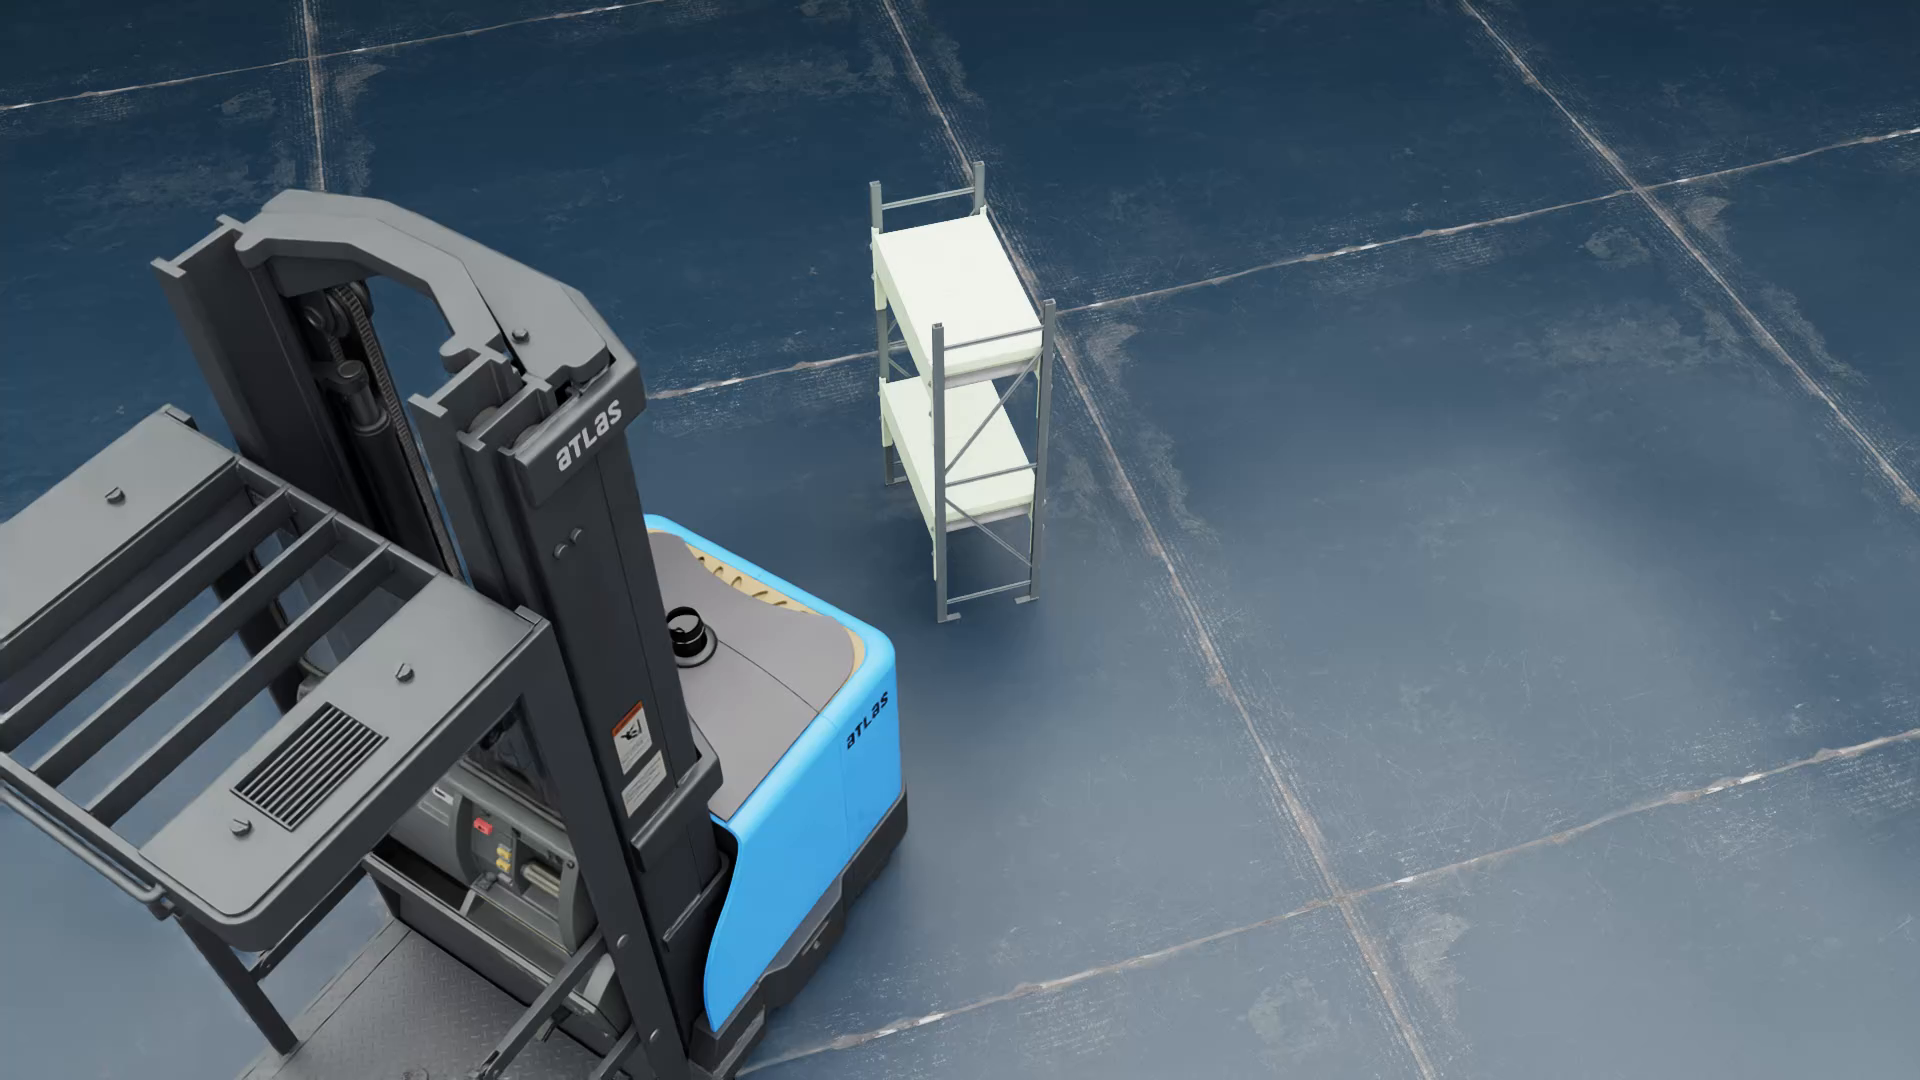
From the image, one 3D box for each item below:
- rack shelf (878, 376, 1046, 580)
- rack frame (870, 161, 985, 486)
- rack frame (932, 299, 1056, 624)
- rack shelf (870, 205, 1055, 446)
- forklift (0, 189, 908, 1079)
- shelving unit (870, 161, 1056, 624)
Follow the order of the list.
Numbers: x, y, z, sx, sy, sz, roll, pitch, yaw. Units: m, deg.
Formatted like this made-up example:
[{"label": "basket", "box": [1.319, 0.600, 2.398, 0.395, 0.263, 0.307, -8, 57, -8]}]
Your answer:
[{"label": "rack shelf", "box": [-0.002, -0.278, 6.220, 0.431, 0.370, 0.720, -13, 51, -11]}, {"label": "rack frame", "box": [-0.110, -0.756, 6.196, 0.400, 1.500, 0.023, -13, 51, -11]}, {"label": "rack frame", "box": [0.106, -0.221, 5.745, 0.400, 1.500, 0.023, -13, 51, -11]}, {"label": "rack shelf", "box": [-0.002, -0.740, 5.672, 0.431, 0.370, 0.720, -13, 51, -11]}, {"label": "forklift", "box": [-1.397, 0.789, 3.957, 1.130, 2.935, 3.031, 26, 55, 20]}, {"label": "shelving unit", "box": [-0.002, -0.488, 5.970, 0.431, 1.500, 0.755, -13, 51, -11]}]
